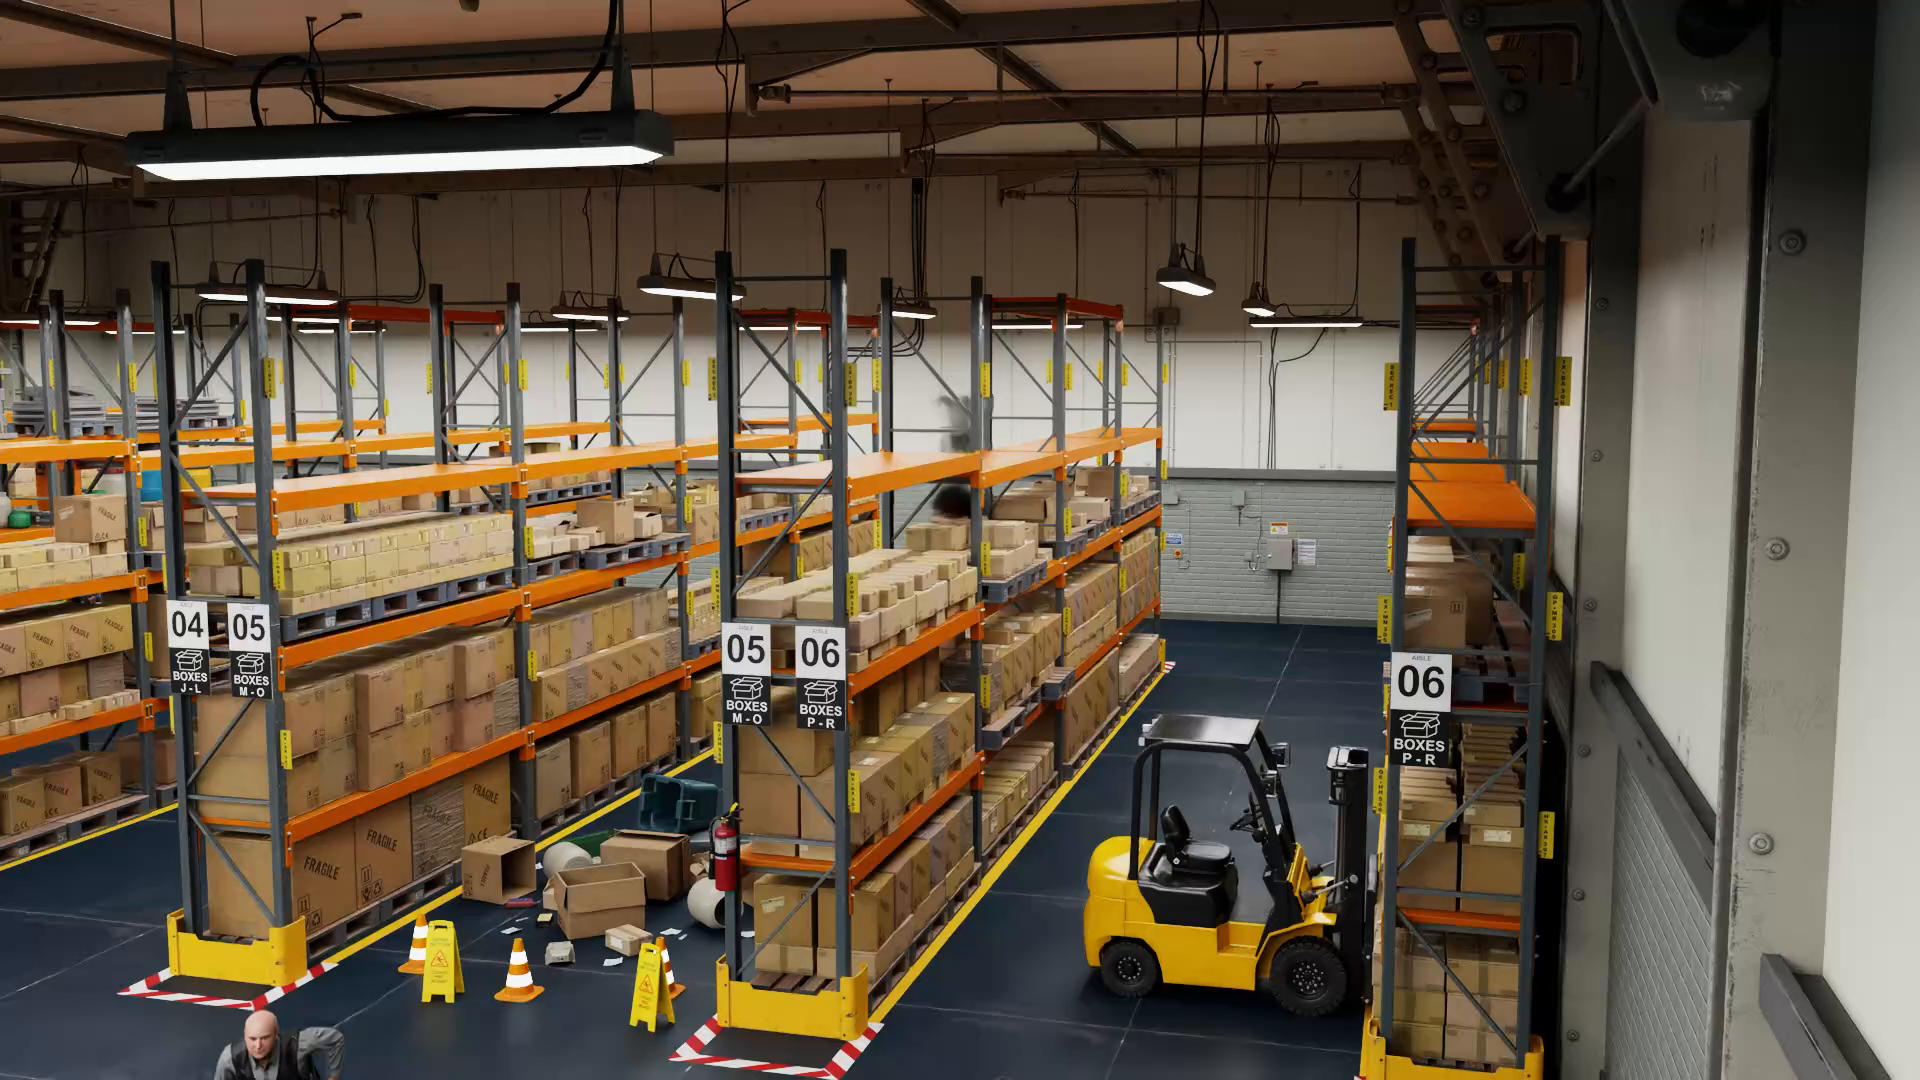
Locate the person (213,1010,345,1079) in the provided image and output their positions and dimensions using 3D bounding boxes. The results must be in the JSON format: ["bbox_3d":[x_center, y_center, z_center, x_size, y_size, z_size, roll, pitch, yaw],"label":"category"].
[{"bbox_3d":[-3.872,3.380,9.548,0.701,1.678,0.990,-1,6,-11],"label":"person"}]
